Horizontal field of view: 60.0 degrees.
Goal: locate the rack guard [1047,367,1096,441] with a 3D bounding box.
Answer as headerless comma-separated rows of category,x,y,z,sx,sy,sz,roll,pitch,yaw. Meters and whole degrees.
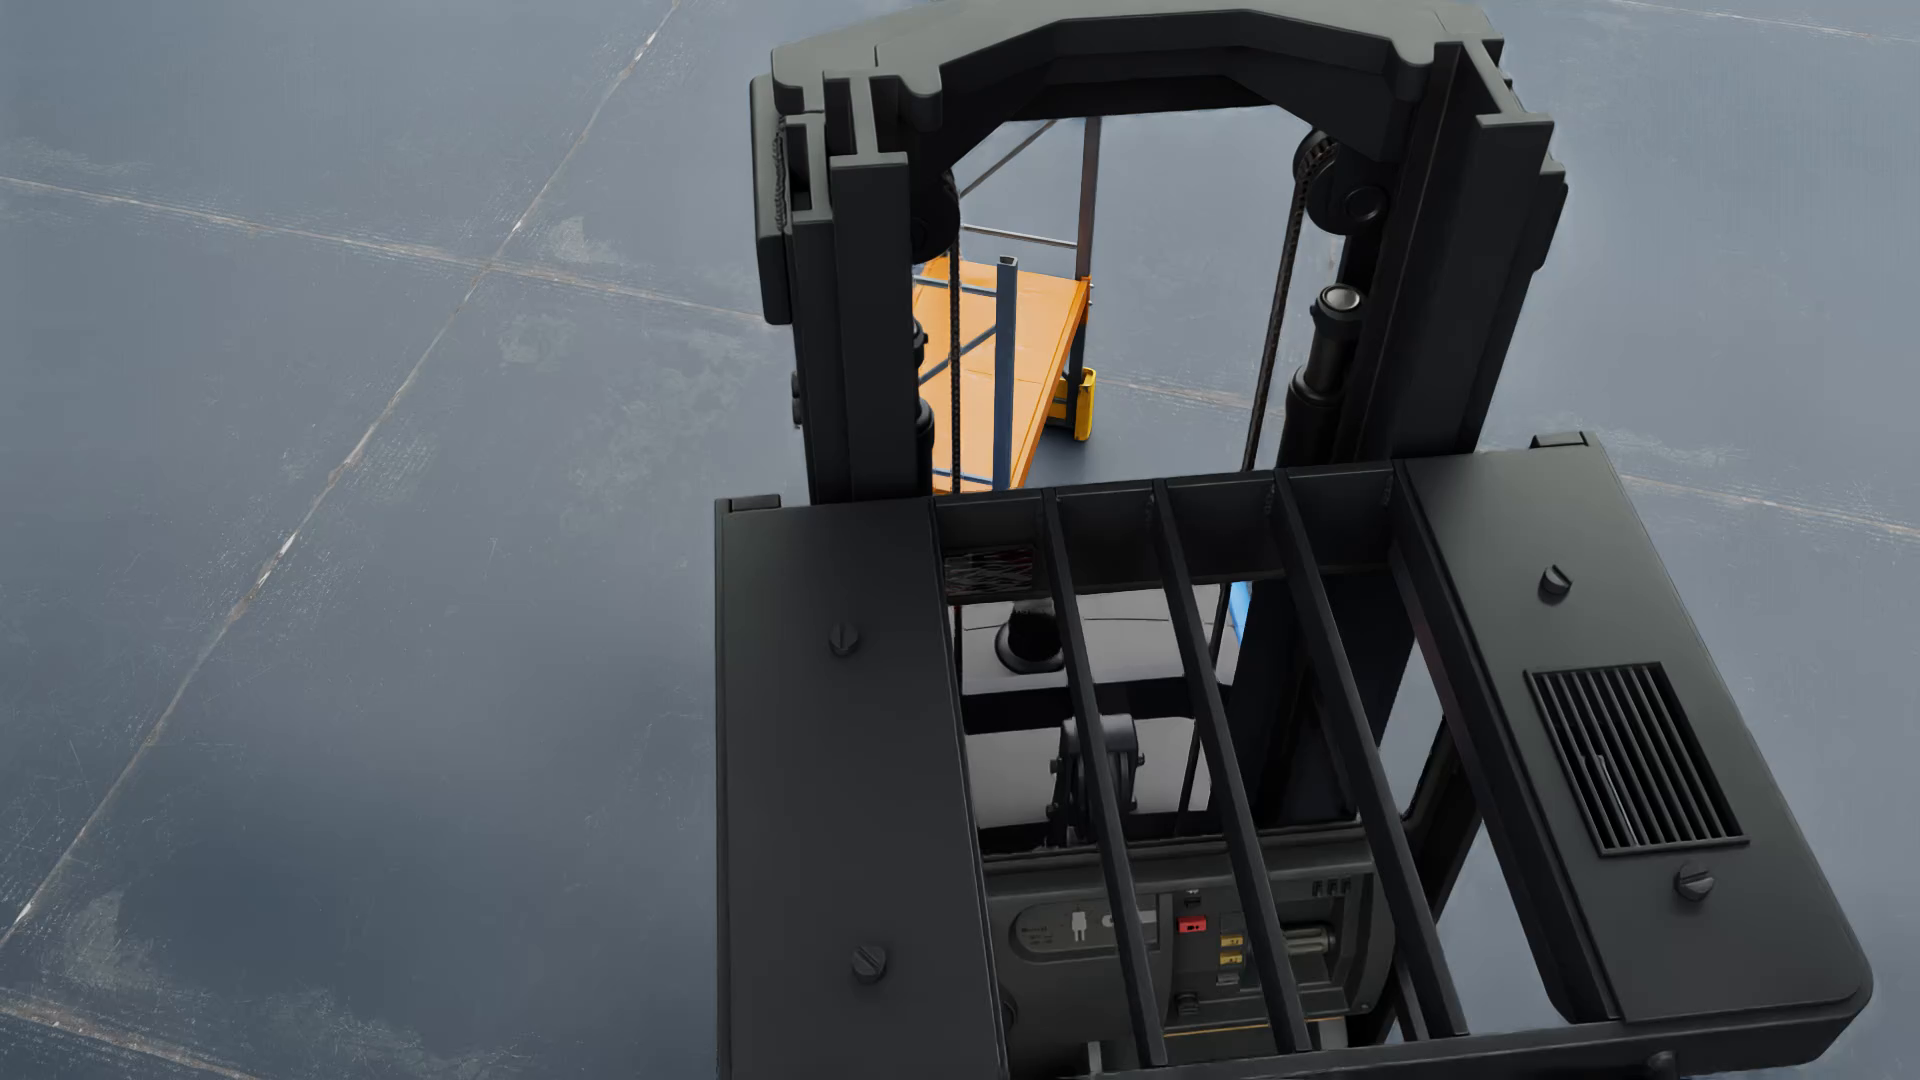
rack guard,0.151,-0.498,5.523,0.587,0.250,0.087,12,50,10

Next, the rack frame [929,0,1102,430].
rack frame,0.156,-0.926,5.067,0.500,1.500,0.032,12,50,10

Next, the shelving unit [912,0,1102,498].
shelving unit,0.020,-0.551,4.736,0.587,1.500,1.083,12,50,10

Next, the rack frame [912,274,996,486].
rack frame,-0.113,-0.191,4.418,0.475,1.308,0.013,12,50,10

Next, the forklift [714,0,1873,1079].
forklift,0.279,0.815,2.576,1.130,2.935,3.031,-5,49,-4

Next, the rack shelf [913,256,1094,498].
rack shelf,0.022,-0.439,4.877,0.538,0.185,1.000,12,50,10
